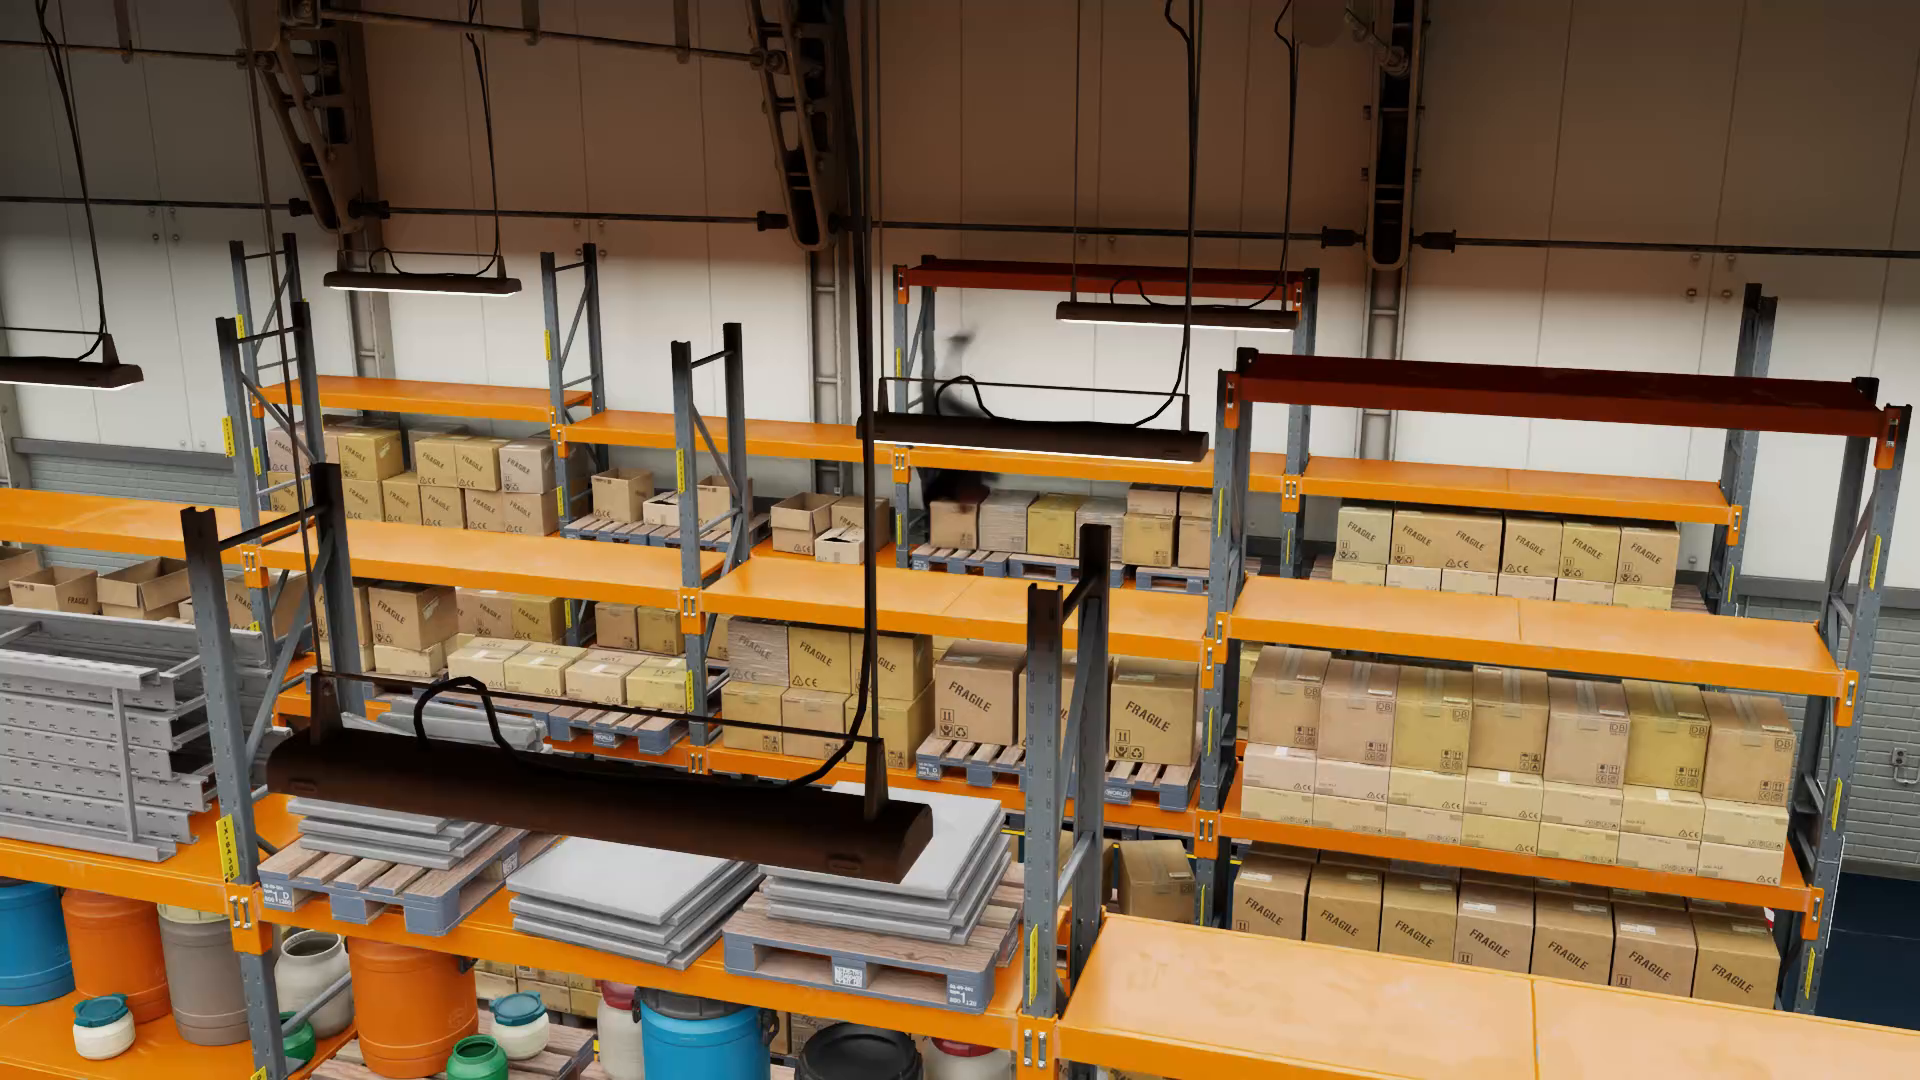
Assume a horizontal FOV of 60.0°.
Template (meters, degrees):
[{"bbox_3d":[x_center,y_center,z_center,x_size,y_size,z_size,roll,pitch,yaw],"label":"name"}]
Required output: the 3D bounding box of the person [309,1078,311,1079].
[{"bbox_3d":[-4.892,3.927,12.046,0.632,1.715,0.660,2,16,6],"label":"person"}]

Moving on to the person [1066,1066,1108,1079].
[{"bbox_3d":[0.900,4.175,10.987,0.865,1.601,0.606,2,16,8],"label":"person"}]
